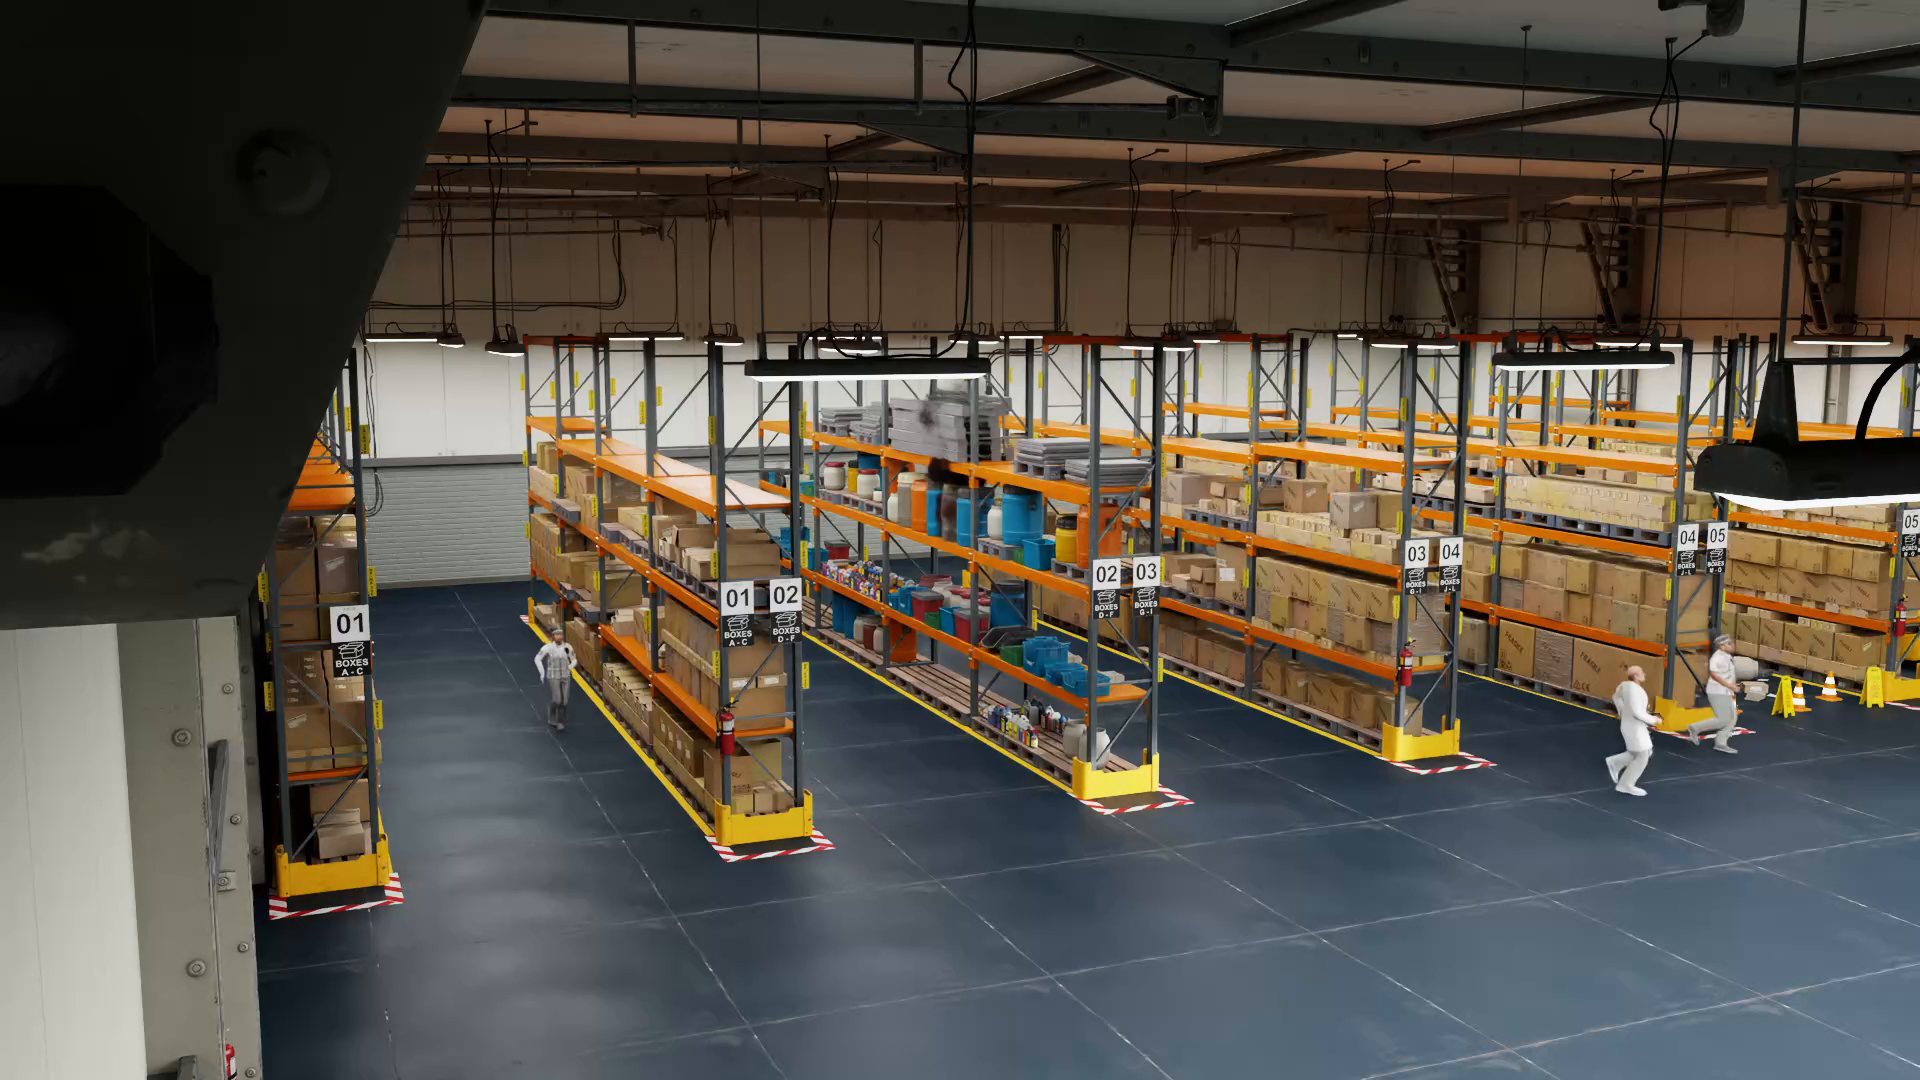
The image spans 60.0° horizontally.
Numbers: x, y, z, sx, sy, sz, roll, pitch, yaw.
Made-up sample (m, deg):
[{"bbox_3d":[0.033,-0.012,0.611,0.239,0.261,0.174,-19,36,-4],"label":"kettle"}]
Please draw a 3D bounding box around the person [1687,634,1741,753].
[{"bbox_3d":[11.122,2.232,24.475,0.698,1.756,0.682,4,9,29],"label":"person"}]

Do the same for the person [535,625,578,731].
[{"bbox_3d":[-6.141,2.123,25.481,0.607,1.656,0.559,-4,9,-30],"label":"person"}]

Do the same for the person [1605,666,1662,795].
[{"bbox_3d":[8.997,2.533,22.192,0.647,1.743,0.754,1,8,10],"label":"person"}]

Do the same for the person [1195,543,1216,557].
[{"bbox_3d":[6.249,-0.122,42.371,0.850,1.689,0.550,-2,8,-17],"label":"person"}]
